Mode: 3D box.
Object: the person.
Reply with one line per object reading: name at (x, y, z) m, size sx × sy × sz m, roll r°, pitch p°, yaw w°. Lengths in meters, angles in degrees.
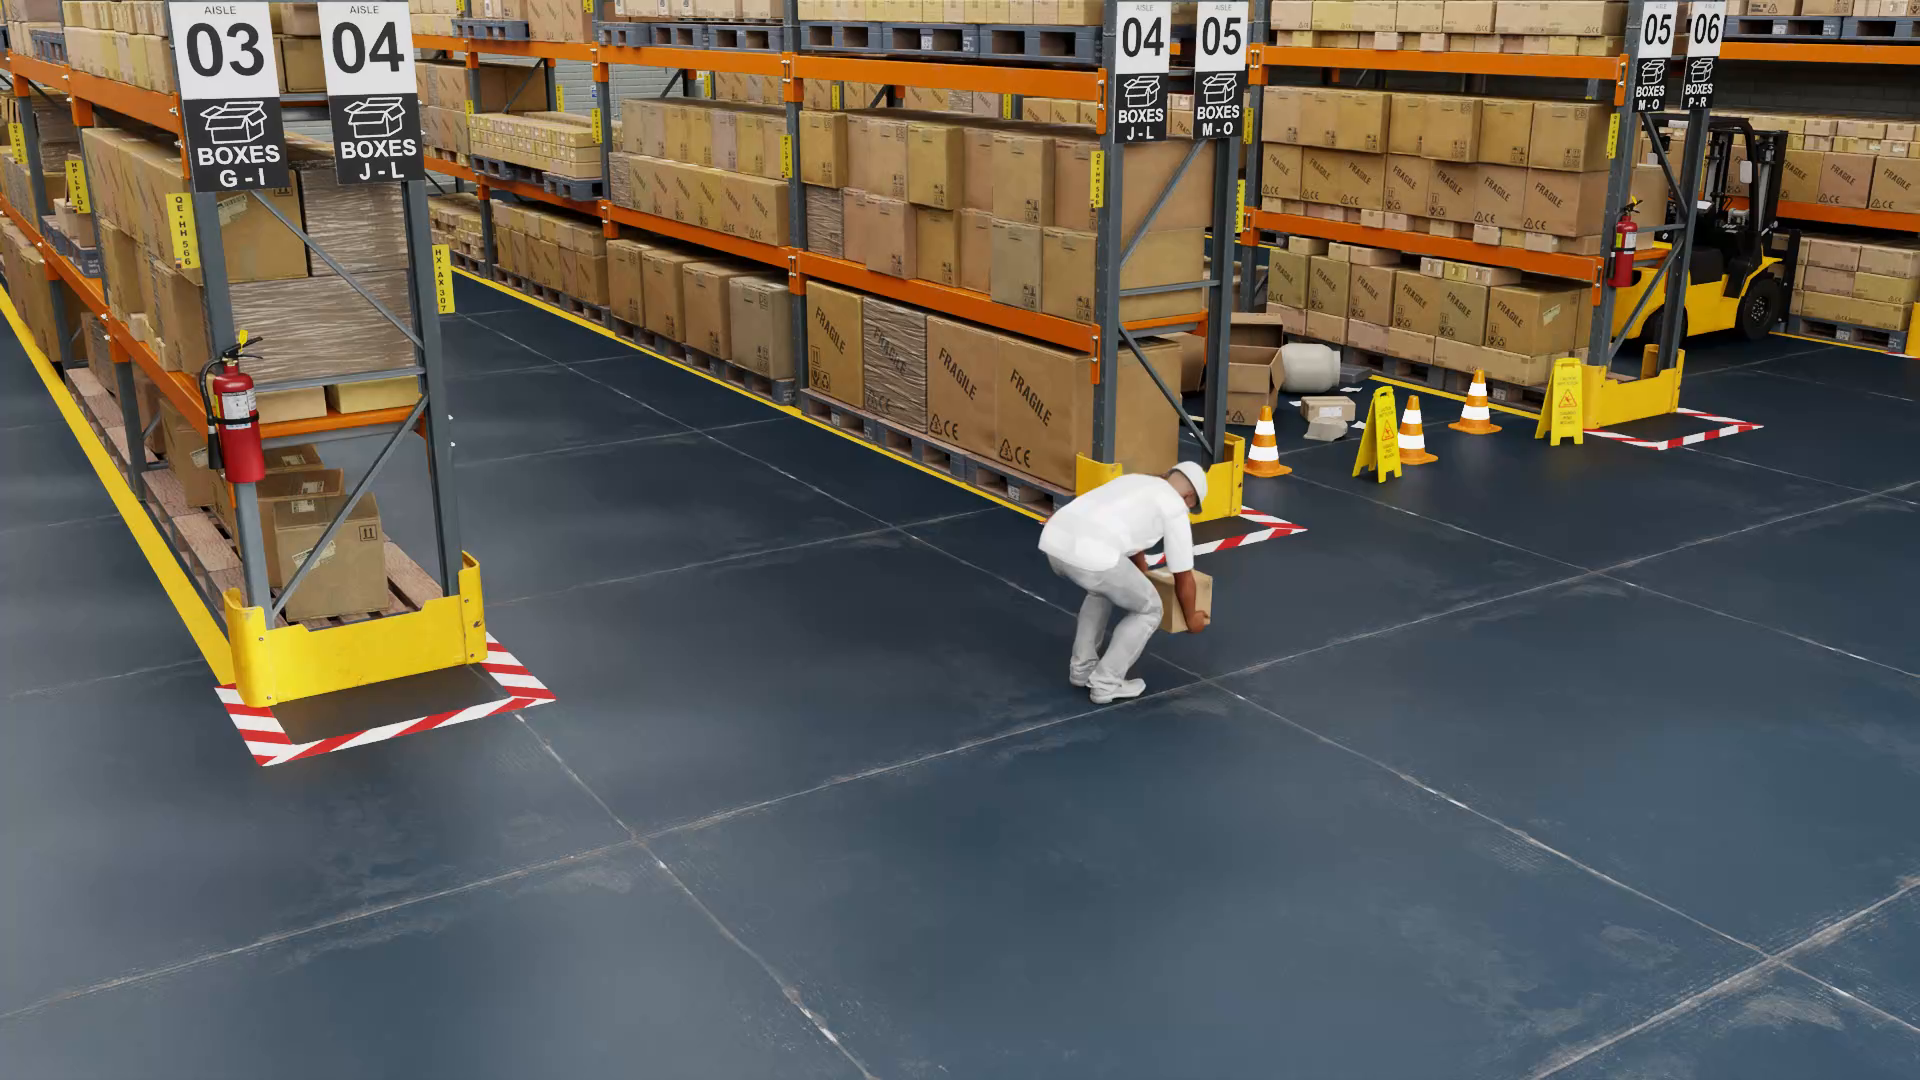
person at (0.821, 0.188, 8.090) m, size 0.966 × 1.054 × 0.518 m, roll -13°, pitch 22°, yaw -34°
